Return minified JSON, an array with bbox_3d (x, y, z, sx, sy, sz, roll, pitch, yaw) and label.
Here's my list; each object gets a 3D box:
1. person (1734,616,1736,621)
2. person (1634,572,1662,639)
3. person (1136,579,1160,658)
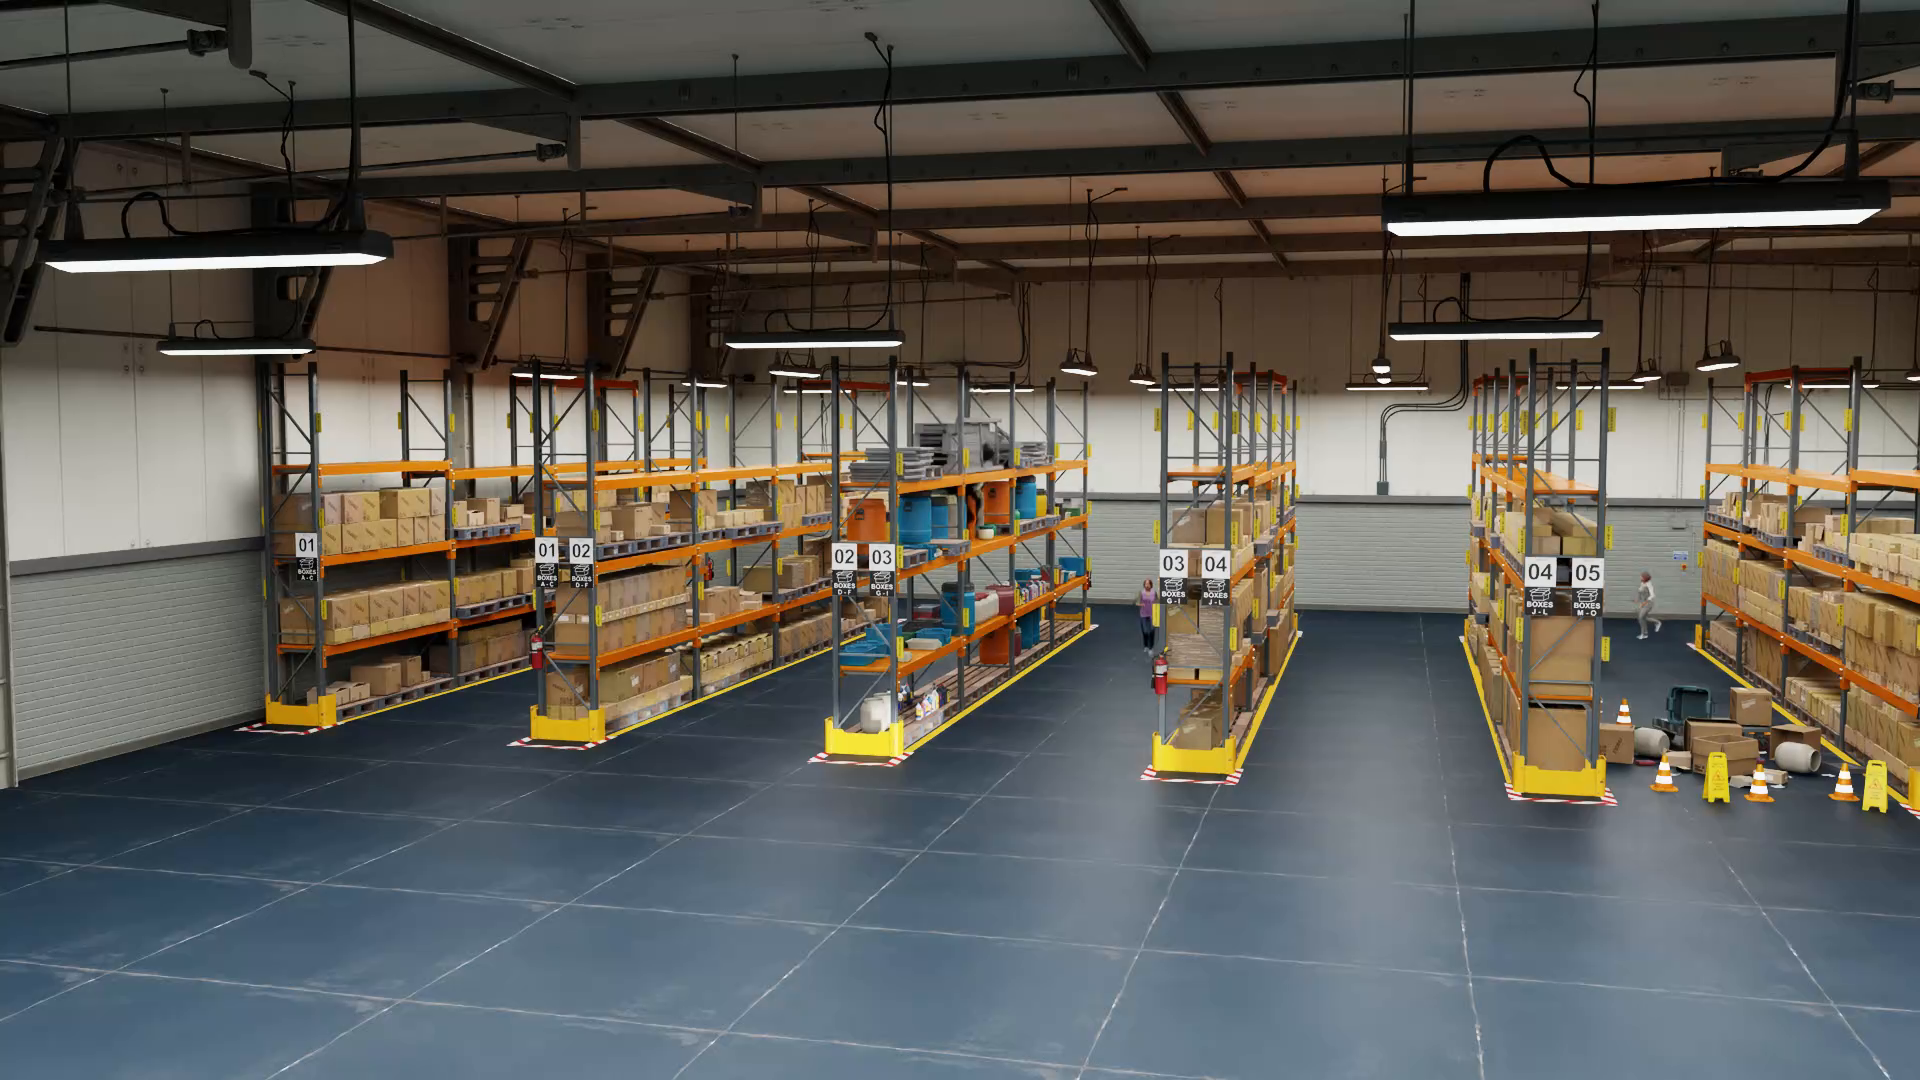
[{"bbox_3d":[17.785,1.476,37.707,0.711,1.768,0.651,-4,6,-45],"label":"person"},{"bbox_3d":[16.022,1.521,38.608,0.598,1.554,0.522,0,4,4],"label":"person"},{"bbox_3d":[3.871,1.602,34.207,0.514,1.618,0.653,1,4,11],"label":"person"}]
